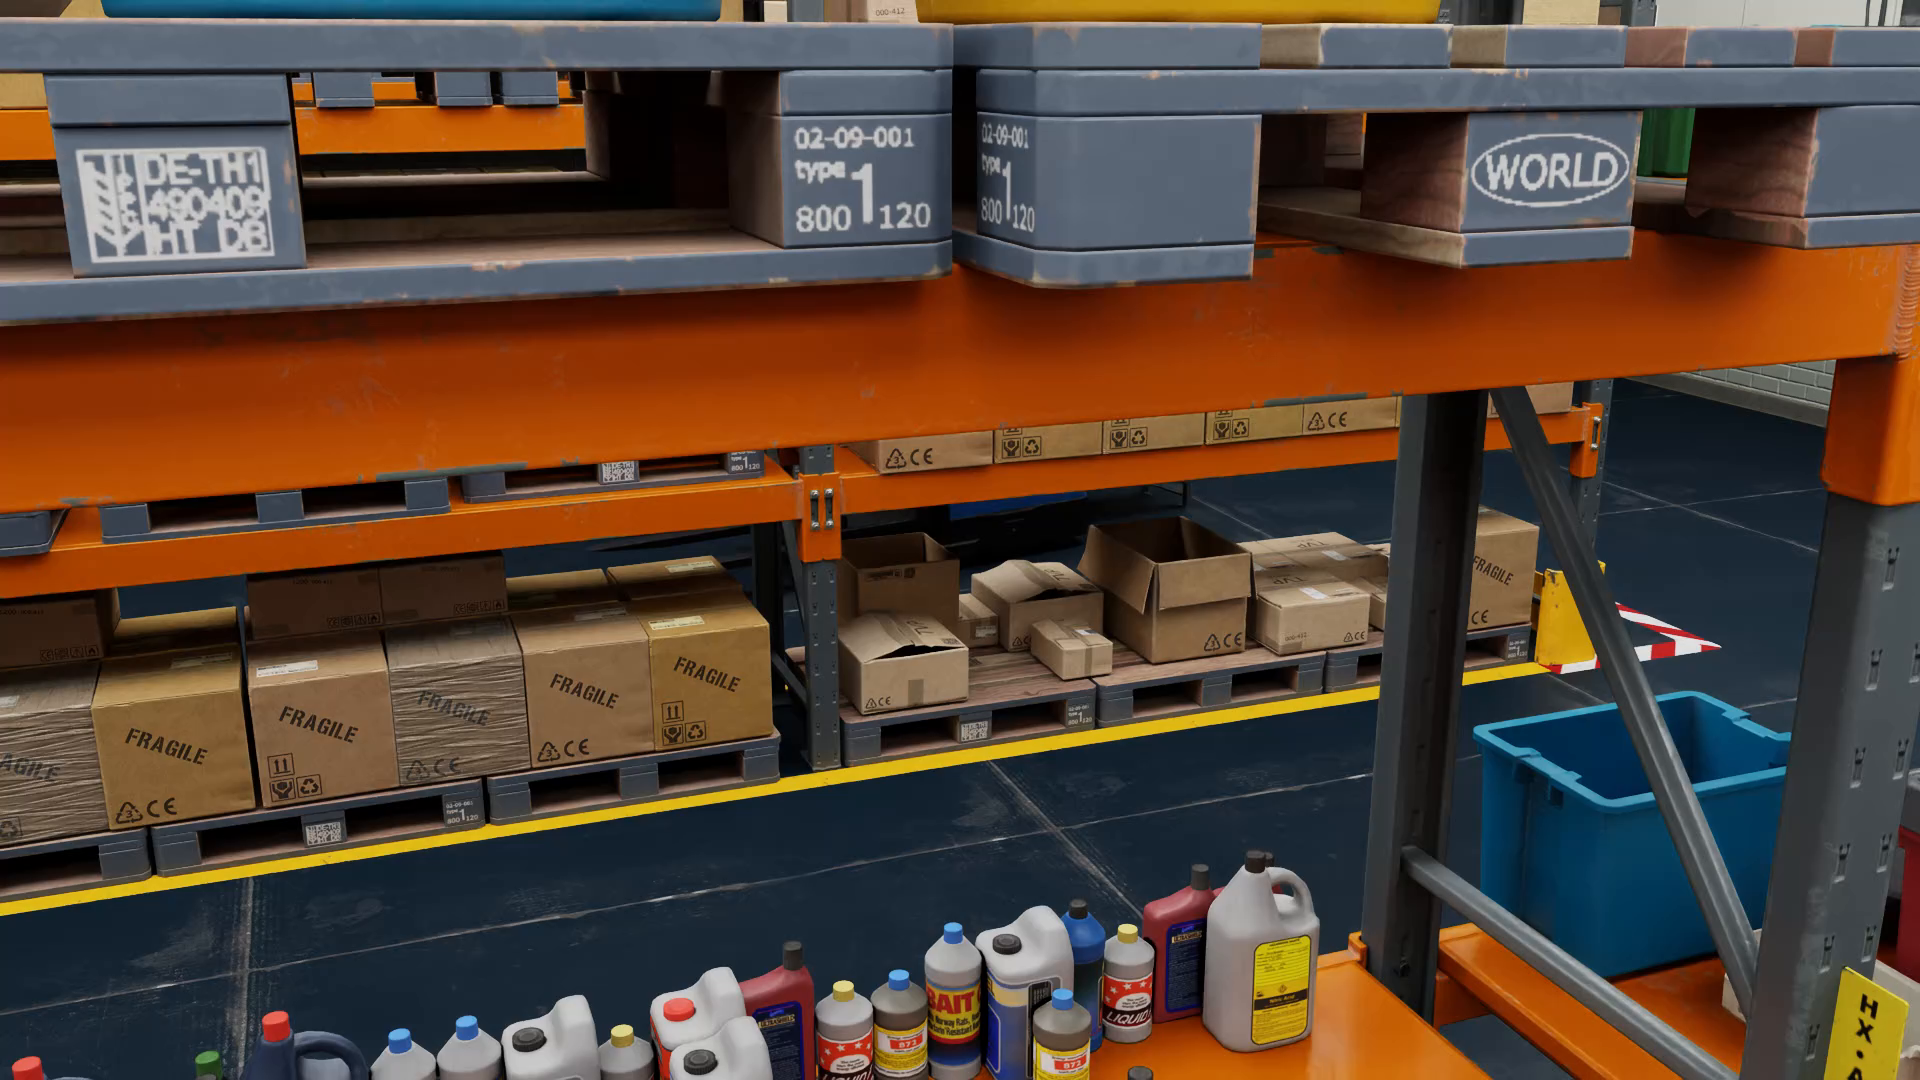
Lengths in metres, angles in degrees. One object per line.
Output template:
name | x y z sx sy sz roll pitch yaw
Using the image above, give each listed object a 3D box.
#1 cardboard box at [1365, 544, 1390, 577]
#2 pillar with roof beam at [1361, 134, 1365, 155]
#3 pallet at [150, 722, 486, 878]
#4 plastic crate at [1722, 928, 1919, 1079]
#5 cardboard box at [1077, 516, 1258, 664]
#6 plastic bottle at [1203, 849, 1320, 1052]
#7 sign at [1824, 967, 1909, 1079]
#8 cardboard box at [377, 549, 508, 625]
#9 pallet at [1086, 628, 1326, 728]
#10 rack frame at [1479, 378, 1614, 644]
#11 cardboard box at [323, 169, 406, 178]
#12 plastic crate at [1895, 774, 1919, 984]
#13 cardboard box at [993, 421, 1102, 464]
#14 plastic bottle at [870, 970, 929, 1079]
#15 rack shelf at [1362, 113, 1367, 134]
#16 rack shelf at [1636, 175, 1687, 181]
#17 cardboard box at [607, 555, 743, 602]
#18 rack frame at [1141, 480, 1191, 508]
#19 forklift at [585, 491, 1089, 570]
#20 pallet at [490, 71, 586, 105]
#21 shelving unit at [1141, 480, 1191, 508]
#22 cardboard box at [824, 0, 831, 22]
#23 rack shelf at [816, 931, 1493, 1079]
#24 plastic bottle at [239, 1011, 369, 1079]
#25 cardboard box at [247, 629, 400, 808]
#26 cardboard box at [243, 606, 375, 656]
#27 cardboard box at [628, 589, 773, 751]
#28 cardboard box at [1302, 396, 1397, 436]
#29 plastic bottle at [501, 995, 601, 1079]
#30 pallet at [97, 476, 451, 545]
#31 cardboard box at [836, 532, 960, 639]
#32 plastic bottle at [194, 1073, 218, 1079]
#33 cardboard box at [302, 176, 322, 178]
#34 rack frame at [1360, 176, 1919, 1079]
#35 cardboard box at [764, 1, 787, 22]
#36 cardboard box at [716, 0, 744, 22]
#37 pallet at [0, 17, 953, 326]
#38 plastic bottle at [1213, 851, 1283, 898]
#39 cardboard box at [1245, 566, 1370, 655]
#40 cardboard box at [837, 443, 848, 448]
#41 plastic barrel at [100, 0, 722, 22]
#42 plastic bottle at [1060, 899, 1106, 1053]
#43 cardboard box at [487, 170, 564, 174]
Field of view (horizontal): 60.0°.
cardboard box | 2.236 0.151 9.008 0.250 0.166 0.380 -6 17 -20
pillar with roof beam | 4.959 -4.523 10.029 0.400 9.000 9.100 -6 17 -20
pallet | -2.639 0.983 6.876 1.213 0.211 1.003 -6 17 -20
plastic crate | 1.503 0.821 2.840 0.243 0.136 0.396 -6 17 -20
cardboard box | 1.001 0.225 8.158 0.637 0.503 0.797 -6 17 -20
plastic bottle | 0.535 0.711 2.942 0.185 0.351 0.144 -6 17 -20
sign | 1.212 0.745 2.247 0.005 0.325 0.100 -6 17 -20
cardboard box | -2.225 0.143 7.112 0.500 0.250 0.500 -6 17 -20
pallet | 1.031 0.574 8.269 1.213 0.211 1.003 -6 17 -20
rack frame | 2.983 -0.974 8.592 0.127 3.000 1.000 -6 17 -20
cardboard box | -4.003 -2.350 11.205 0.500 0.250 0.500 -7 18 -22
plastic crate | 1.940 0.649 2.844 0.583 0.464 0.402 -6 17 -20
cardboard box | 0.298 -0.651 7.314 0.500 0.500 0.500 -6 17 -19
plastic bottle | -0.102 0.826 2.816 0.097 0.201 0.097 0 16 0
rack shelf | 1.116 -1.867 7.584 4.000 0.370 1.077 -6 17 -20
rack shelf | 2.885 -0.563 3.145 4.000 0.370 1.077 -6 17 -20
cardboard box | -1.291 0.402 7.561 0.500 0.500 0.500 -7 18 -23
rack frame | 1.424 -0.819 11.392 0.032 1.125 0.500 -10 19 -30
forklift | -0.711 -1.287 9.777 3.031 2.935 1.130 -10 19 -30
pallet | -1.386 -1.873 6.662 1.003 0.211 1.213 -6 17 -20
shelving unit | 0.991 -0.744 11.137 1.048 1.125 0.538 -10 19 -30
cardboard box | -0.395 -2.299 7.157 0.500 0.250 0.500 -6 17 -20
rack shelf | -0.851 1.279 2.194 4.000 0.370 1.077 -6 17 -20
plastic bottle | -0.965 0.854 2.453 0.185 0.351 0.144 -6 17 -20
cardboard box | -2.517 0.692 6.572 0.500 0.500 0.500 -7 18 -22
cardboard box | -2.727 0.558 7.030 0.500 0.500 0.500 -7 18 -22
cardboard box | -1.110 0.542 7.083 0.500 0.500 0.500 -6 17 -20
cardboard box | 1.711 -0.803 7.833 0.500 0.500 0.500 -6 17 -20
plastic bottle | -0.633 0.855 2.582 0.135 0.276 0.152 -6 17 -20
pallet | -2.673 -0.273 6.544 1.213 0.211 1.003 -6 17 -20
cardboard box | -0.321 0.285 7.959 0.500 0.500 0.500 -6 17 -20
plastic bottle | -1.107 0.908 2.391 0.133 0.283 0.061 -6 17 -20
cardboard box | -4.305 -2.168 10.584 0.500 0.250 0.500 -7 18 -21
rack frame | 1.017 0.733 2.780 0.127 3.000 1.000 -6 17 -20
cardboard box | -1.308 -3.539 11.344 0.500 0.250 0.500 -7 18 -21
cardboard box | -1.249 -2.276 6.602 0.600 0.600 0.600 -8 18 -25
pallet | -0.738 -0.396 1.635 1.213 0.211 1.003 -6 17 -20
plastic bottle | 0.522 0.713 3.052 0.133 0.283 0.061 -6 17 -20
cardboard box | 1.666 0.341 8.211 0.500 0.250 0.500 -6 17 -20
cardboard box | -0.377 -0.737 7.606 0.500 0.500 0.500 -6 17 -19
plastic barrel | -0.522 -0.936 1.504 0.708 0.901 0.600 -6 17 -20
plastic bottle | 0.205 0.759 2.919 0.097 0.271 0.097 0 16 0
cardboard box | -2.873 -2.320 11.102 0.500 0.250 0.500 -6 17 -19
